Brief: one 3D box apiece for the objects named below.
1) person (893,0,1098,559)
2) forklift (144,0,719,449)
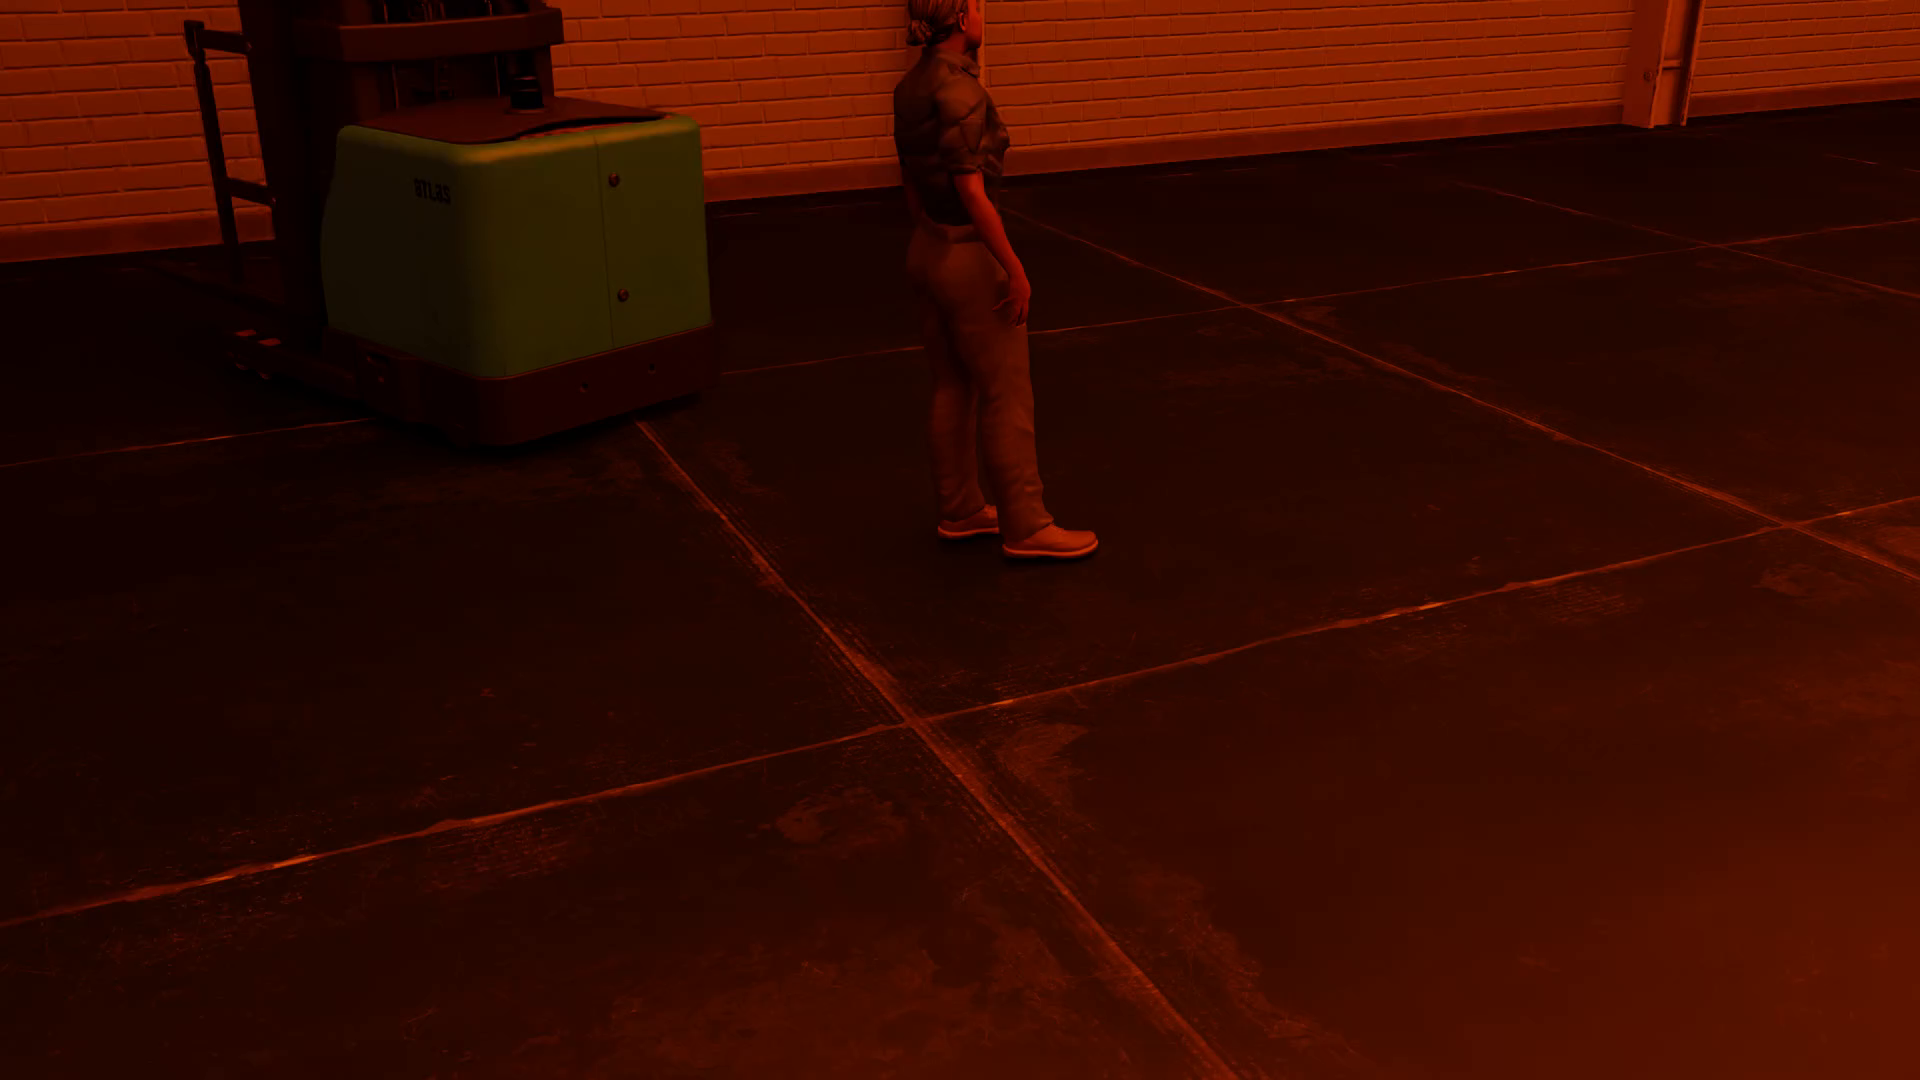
[{"bbox_3d":[0.088,-0.778,4.804,0.504,1.655,0.569,-10,25,-23],"label":"person"},{"bbox_3d":[-2.361,-2.126,6.403,3.031,2.935,1.130,19,29,38],"label":"forklift"}]
